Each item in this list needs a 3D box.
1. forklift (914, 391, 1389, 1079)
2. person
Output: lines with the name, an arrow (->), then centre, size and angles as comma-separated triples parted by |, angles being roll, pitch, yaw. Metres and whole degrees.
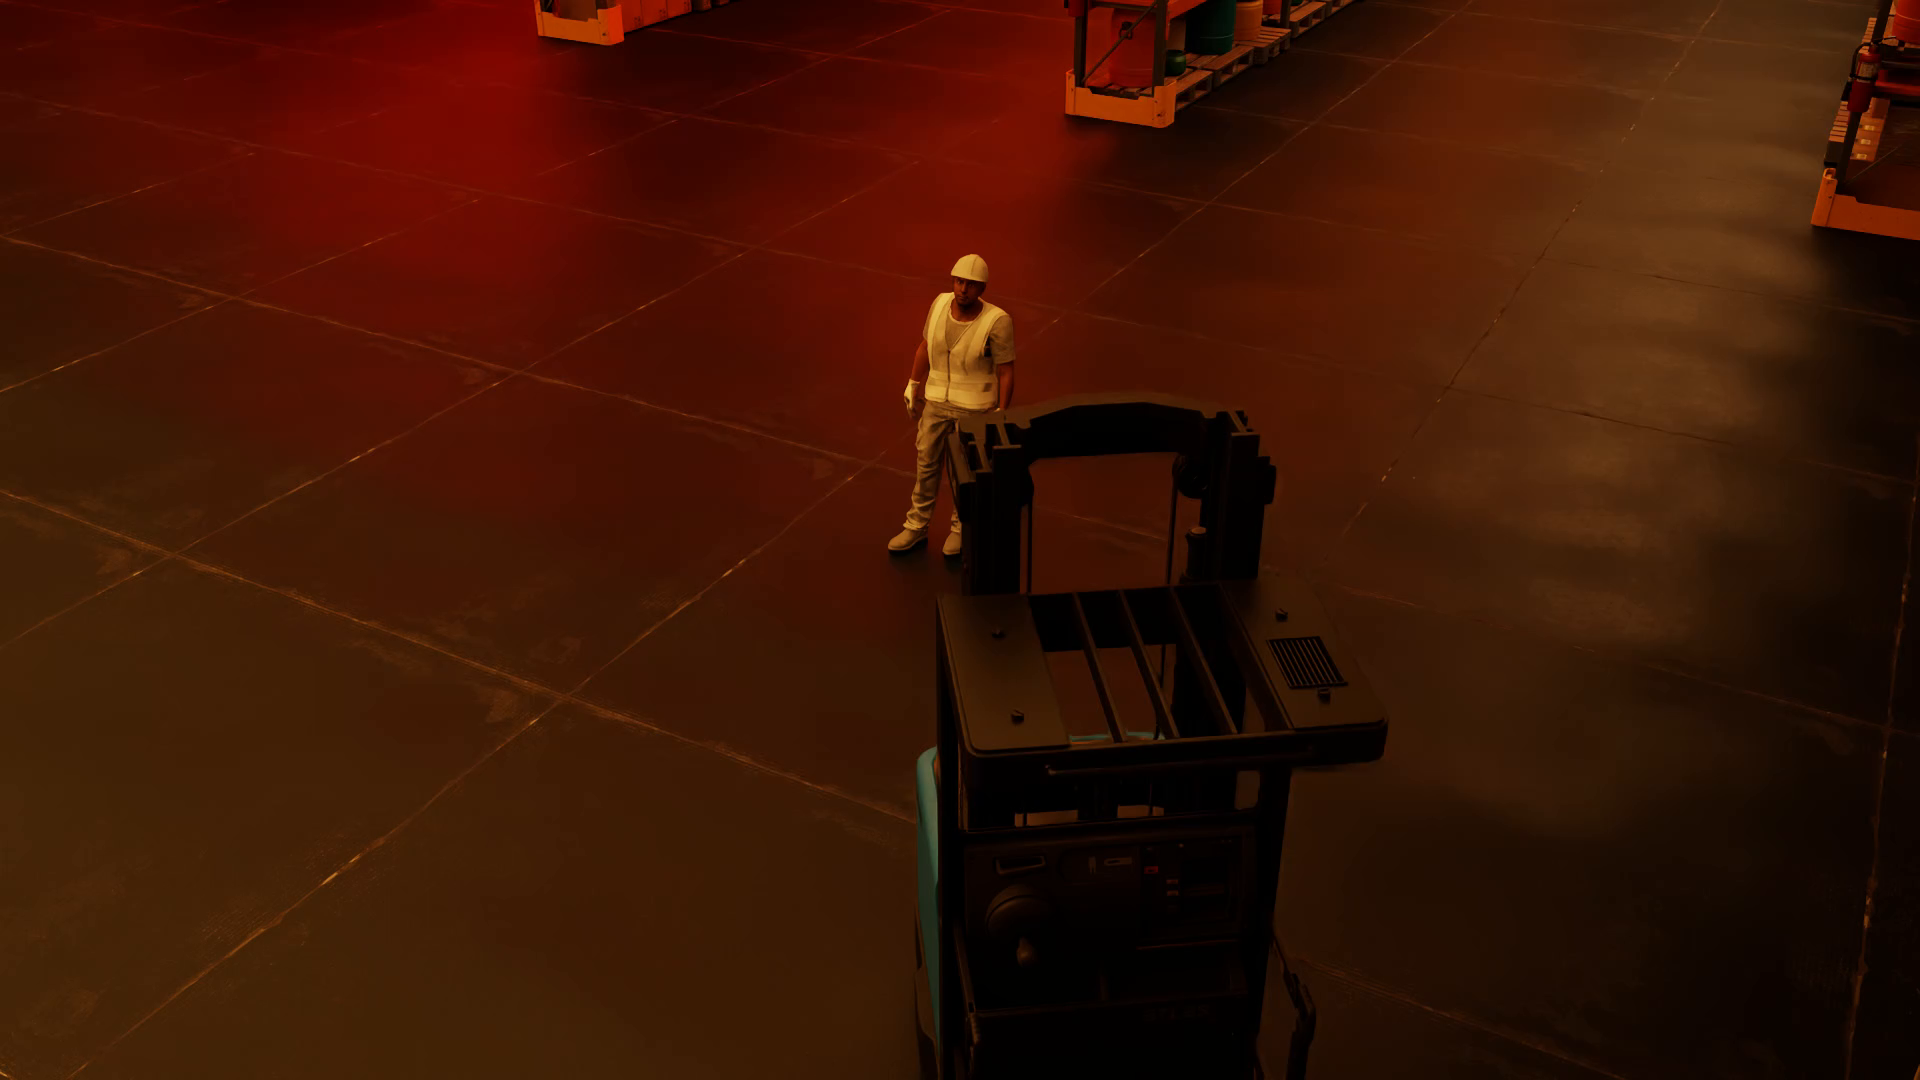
forklift -> 0.505, 1.163, 5.055 | 1.130, 2.935, 3.031 | -3, 30, -6
person -> -0.042, -0.748, 9.502 | 0.656, 1.784, 0.575 | 15, 33, 25
